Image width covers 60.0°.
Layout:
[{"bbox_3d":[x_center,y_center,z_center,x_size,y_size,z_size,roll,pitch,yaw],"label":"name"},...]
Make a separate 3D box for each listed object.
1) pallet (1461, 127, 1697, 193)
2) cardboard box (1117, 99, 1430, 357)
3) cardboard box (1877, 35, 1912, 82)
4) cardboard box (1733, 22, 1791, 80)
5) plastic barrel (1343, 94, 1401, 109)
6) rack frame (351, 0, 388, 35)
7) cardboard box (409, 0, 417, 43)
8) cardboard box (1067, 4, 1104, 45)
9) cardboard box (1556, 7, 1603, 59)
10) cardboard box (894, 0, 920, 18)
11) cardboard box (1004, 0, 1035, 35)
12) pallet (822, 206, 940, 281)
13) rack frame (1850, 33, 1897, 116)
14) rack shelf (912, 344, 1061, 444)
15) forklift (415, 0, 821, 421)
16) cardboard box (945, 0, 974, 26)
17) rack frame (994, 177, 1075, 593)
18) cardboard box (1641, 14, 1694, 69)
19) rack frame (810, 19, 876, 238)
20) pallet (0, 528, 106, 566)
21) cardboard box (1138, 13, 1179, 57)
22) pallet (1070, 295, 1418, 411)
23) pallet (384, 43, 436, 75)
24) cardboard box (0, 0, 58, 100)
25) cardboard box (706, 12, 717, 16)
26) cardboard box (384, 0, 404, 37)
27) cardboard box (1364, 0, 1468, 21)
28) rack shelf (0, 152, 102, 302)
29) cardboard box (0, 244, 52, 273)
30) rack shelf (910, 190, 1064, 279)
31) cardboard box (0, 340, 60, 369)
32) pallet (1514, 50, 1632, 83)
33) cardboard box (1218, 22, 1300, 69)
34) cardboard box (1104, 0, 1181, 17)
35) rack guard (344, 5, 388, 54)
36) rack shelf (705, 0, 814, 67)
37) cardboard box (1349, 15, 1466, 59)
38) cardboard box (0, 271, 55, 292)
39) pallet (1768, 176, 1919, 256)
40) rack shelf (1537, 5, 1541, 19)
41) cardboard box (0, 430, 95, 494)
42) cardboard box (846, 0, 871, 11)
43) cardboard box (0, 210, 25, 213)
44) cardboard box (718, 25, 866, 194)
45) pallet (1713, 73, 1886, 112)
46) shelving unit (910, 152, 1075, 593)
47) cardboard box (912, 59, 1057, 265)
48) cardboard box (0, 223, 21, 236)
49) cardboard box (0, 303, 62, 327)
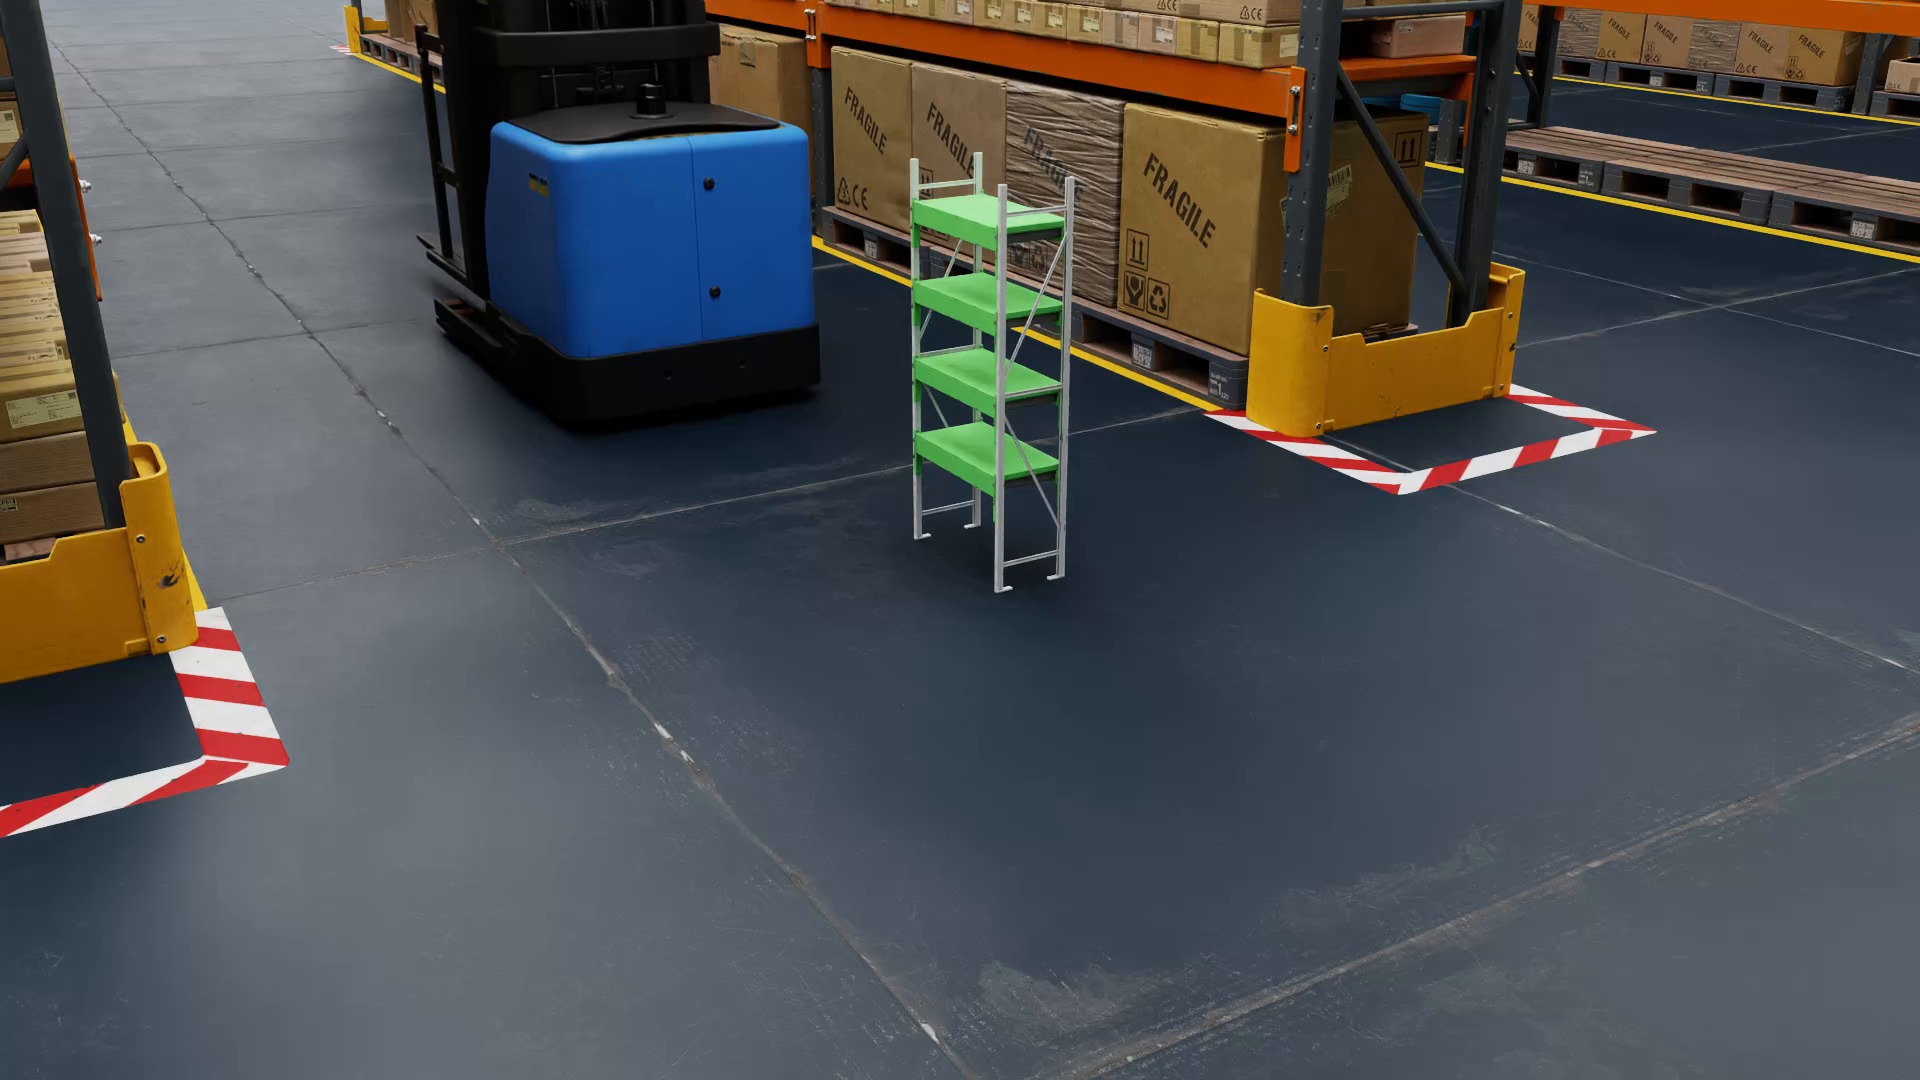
[{"bbox_3d":[4.292,-2.664,11.586,1.003,0.211,1.213,-13,25,-28],"label":"pallet"},{"bbox_3d":[1.272,-1.341,6.891,0.875,0.875,0.875,-13,25,-28],"label":"cardboard box"},{"bbox_3d":[8.106,-4.387,14.857,0.500,0.500,0.500,-14,26,-31],"label":"cardboard box"},{"bbox_3d":[7.399,-4.450,15.012,0.500,0.500,0.500,-13,25,-28],"label":"cardboard box"},{"bbox_3d":[3.258,-3.818,12.949,0.600,0.901,0.708,-13,25,-28],"label":"plastic barrel"},{"bbox_3d":[-6.505,-7.118,18.841,1.000,3.000,0.127,-13,25,-28],"label":"rack frame"},{"bbox_3d":[-5.562,-5.556,17.760,0.500,0.500,0.500,-10,24,-23],"label":"cardboard box"},{"bbox_3d":[0.680,-2.205,7.086,0.380,0.149,0.250,-13,26,-29],"label":"cardboard box"},{"bbox_3d":[6.359,-5.108,16.631,0.500,0.500,0.500,-14,26,-30],"label":"cardboard box"},{"bbox_3d":[-0.105,-2.703,8.311,0.380,0.149,0.250,-13,26,-30],"label":"cardboard box"},{"bbox_3d":[0.423,-2.370,7.491,0.380,0.149,0.250,-12,25,-27],"label":"cardboard box"},{"bbox_3d":[-0.054,-1.681,9.167,1.003,0.211,1.213,-13,25,-28],"label":"pallet"},{"bbox_3d":[8.143,-5.138,13.969,1.000,3.000,0.127,-13,25,-28],"label":"rack frame"},{"bbox_3d":[0.085,-0.443,4.978,0.258,0.148,0.480,-13,25,-28],"label":"rack shelf"},{"bbox_3d":[-1.748,-2.311,7.105,1.130,2.935,3.031,-13,25,-28],"label":"forklift"},{"bbox_3d":[0.153,-2.538,7.906,0.380,0.149,0.250,-12,25,-28],"label":"cardboard box"},{"bbox_3d":[0.209,-0.423,4.759,0.240,1.200,0.015,-13,25,-28],"label":"rack frame"},{"bbox_3d":[6.882,-4.777,15.816,0.500,0.500,0.500,-14,26,-30],"label":"cardboard box"},{"bbox_3d":[-0.375,-3.234,9.284,1.000,3.000,0.127,-13,25,-28],"label":"rack frame"},{"bbox_3d":[-3.071,-0.020,5.081,1.003,0.211,1.213,-13,25,-28],"label":"pallet"},{"bbox_3d":[0.941,-2.040,6.681,0.380,0.149,0.250,-13,25,-28],"label":"cardboard box"},{"bbox_3d":[1.192,-0.891,7.223,1.003,0.211,1.213,-13,25,-28],"label":"pallet"},{"bbox_3d":[-5.462,-5.138,17.671,1.003,0.211,1.213,-13,25,-28],"label":"pallet"},{"bbox_3d":[-2.639,-1.400,4.245,0.500,0.500,0.500,-11,25,-26],"label":"cardboard box"},{"bbox_3d":[-1.635,-3.222,11.518,1.225,0.875,0.875,-13,25,-28],"label":"cardboard box"},{"bbox_3d":[-6.200,-5.950,18.728,0.500,0.500,0.500,-8,23,-18],"label":"cardboard box"},{"bbox_3d":[1.655,-2.215,6.581,0.500,0.250,0.500,-13,26,-30],"label":"cardboard box"},{"bbox_3d":[-3.669,-1.332,5.560,1.077,0.370,4.000,-13,25,-28],"label":"rack shelf"},{"bbox_3d":[-3.556,-0.989,6.199,0.380,0.149,0.250,-14,26,-30],"label":"cardboard box"},{"bbox_3d":[0.085,-0.888,4.797,0.258,0.148,0.480,-13,25,-28],"label":"rack shelf"},{"bbox_3d":[-2.867,-0.468,4.918,0.380,0.149,0.250,-12,25,-27],"label":"cardboard box"},{"bbox_3d":[6.449,-4.892,17.067,1.003,0.211,1.213,-13,25,-28],"label":"pallet"},{"bbox_3d":[1.203,-1.875,6.274,0.380,0.149,0.250,-12,25,-27],"label":"cardboard box"},{"bbox_3d":[0.934,-2.278,6.735,0.500,0.250,0.500,-13,26,-29],"label":"cardboard box"},{"bbox_3d":[-6.466,-5.936,19.251,1.175,0.500,0.348,-13,25,-28],"label":"rack guard"},{"bbox_3d":[-1.397,-3.548,11.012,1.077,0.370,4.000,-13,25,-28],"label":"rack shelf"},{"bbox_3d":[1.771,-2.001,6.585,0.380,0.149,0.250,-12,25,-28],"label":"cardboard box"},{"bbox_3d":[-3.312,-0.824,5.794,0.380,0.149,0.250,-12,25,-27],"label":"cardboard box"},{"bbox_3d":[5.538,-1.874,9.643,1.003,0.211,1.213,-13,25,-28],"label":"pallet"},{"bbox_3d":[2.861,-4.501,13.356,1.077,0.370,4.000,-13,25,-28],"label":"rack shelf"},{"bbox_3d":[-2.694,-0.248,4.772,0.380,0.149,0.250,-11,25,-26],"label":"cardboard box"},{"bbox_3d":[-0.376,-2.873,8.729,0.380,0.149,0.250,-14,26,-30],"label":"cardboard box"},{"bbox_3d":[-4.121,-1.322,7.018,0.380,0.149,0.250,-12,25,-28],"label":"cardboard box"},{"bbox_3d":[-0.719,-2.648,10.105,1.225,0.875,0.875,-13,25,-28],"label":"cardboard box"},{"bbox_3d":[7.695,-4.102,15.124,1.003,0.211,1.213,-13,25,-28],"label":"pallet"},{"bbox_3d":[0.085,-0.502,4.954,0.258,1.200,0.503,-13,25,-28],"label":"shelving unit"},{"bbox_3d":[0.353,-1.924,8.325,0.875,0.875,0.875,-13,25,-28],"label":"cardboard box"},{"bbox_3d":[-3.922,-1.144,6.580,0.380,0.149,0.250,-12,25,-27],"label":"cardboard box"},{"bbox_3d":[-3.084,-0.639,5.338,0.380,0.149,0.250,-14,26,-31],"label":"cardboard box"}]
